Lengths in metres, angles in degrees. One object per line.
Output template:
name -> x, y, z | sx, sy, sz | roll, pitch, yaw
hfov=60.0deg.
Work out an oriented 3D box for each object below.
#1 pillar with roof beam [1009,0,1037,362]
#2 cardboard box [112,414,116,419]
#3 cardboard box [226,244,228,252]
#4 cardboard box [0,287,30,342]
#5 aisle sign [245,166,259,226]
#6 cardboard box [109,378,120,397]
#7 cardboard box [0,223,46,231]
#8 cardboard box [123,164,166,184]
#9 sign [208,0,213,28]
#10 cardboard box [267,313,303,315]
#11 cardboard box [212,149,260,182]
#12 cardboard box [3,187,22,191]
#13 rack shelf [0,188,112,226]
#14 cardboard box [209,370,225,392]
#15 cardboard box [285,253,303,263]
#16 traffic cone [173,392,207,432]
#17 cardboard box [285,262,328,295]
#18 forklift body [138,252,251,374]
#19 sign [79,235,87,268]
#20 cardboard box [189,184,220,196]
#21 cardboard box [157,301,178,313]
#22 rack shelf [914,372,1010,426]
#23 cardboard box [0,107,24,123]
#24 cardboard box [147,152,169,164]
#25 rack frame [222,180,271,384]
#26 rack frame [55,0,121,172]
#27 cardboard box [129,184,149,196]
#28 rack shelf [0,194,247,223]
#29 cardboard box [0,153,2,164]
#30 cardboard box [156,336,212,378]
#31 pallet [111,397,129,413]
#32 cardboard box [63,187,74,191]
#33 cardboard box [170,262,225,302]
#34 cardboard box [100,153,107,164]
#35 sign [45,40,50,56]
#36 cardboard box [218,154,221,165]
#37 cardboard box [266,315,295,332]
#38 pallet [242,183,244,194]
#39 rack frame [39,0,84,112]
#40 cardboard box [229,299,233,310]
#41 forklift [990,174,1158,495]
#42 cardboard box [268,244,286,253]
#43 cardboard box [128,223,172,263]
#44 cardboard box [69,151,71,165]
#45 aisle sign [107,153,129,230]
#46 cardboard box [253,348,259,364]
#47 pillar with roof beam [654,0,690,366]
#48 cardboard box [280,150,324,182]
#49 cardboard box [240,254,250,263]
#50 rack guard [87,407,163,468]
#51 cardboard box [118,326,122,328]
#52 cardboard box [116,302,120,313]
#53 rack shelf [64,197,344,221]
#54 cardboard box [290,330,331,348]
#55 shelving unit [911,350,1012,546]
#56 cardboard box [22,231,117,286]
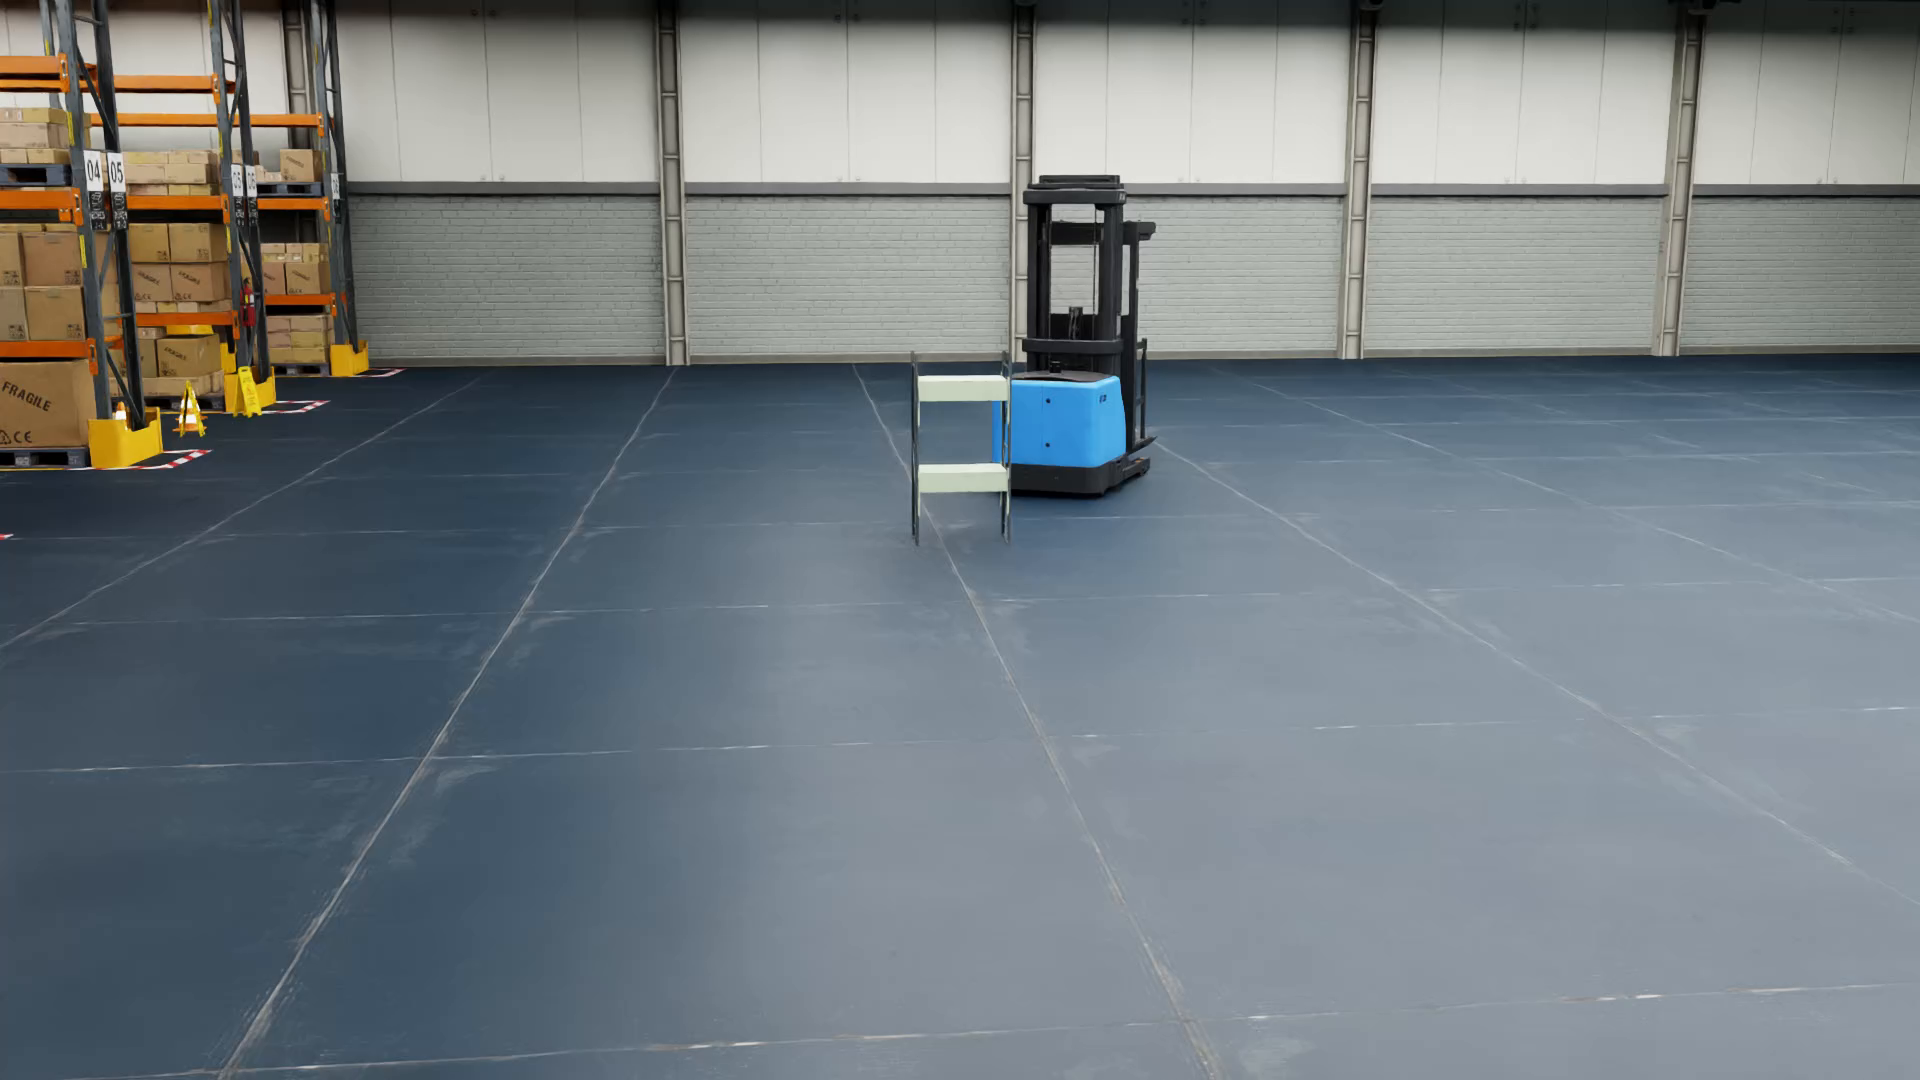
pillar with roof beam -> 1.550, -6.751, 24.378 | 0.548, 9.000, 9.100 | -1, 11, -6
cardboard box -> -10.599, -1.459, 20.404 | 0.250, 0.149, 0.380 | 5, 12, 23
cardboard box -> -11.646, -4.644, 26.502 | 0.250, 0.149, 0.380 | -1, 11, -5
cardboard box -> -9.788, -2.367, 17.242 | 0.550, 0.550, 0.875 | -1, 11, -6
aisle sign -> -9.487, -4.609, 22.296 | 0.004, 0.787, 0.394 | -1, 11, -6
cardboard box -> -11.325, -2.040, 22.006 | 0.500, 0.250, 0.500 | -2, 11, -8
cardboard box -> -12.018, -3.854, 21.574 | 0.500, 0.500, 0.700 | -1, 11, -7
cardboard box -> -10.496, -4.747, 21.578 | 0.500, 0.250, 0.500 | -1, 11, -7
sign -> -9.475, -6.645, 21.010 | 0.005, 0.325, 0.100 | -1, 11, -6
cardboard box -> -11.049, -3.587, 27.285 | 0.500, 0.250, 0.500 | -1, 11, -6
cardboard box -> -11.497, -5.942, 26.435 | 0.500, 0.500, 0.700 | -1, 11, -6
cardboard box -> -12.134, -4.519, 21.455 | 0.250, 0.149, 0.380 | -2, 11, -8
rack shelf -> -10.868, -3.402, 16.988 | 4.000, 0.370, 1.077 | -1, 11, -6
cardboard box -> -10.347, -2.166, 22.647 | 0.500, 0.250, 0.500 | -1, 11, -7
cardboard box -> -10.620, -4.520, 26.641 | 0.250, 0.149, 0.380 | -1, 11, -5
traffic cone -> -9.345, -1.566, 20.132 | 0.334, 0.463, 0.336 | -1, 11, -6
cardboard box -> -10.516, -4.213, 26.761 | 0.500, 0.500, 0.500 | -1, 11, -7
forklift body -> -11.743, -3.418, 25.181 | 1.214, 2.155, 2.313 | -1, 11, -6
sign -> -8.835, -2.905, 16.755 | 0.005, 0.325, 0.100 | -1, 11, -6
cardboard box -> -9.839, -4.560, 21.662 | 0.250, 0.149, 0.380 | -1, 11, -6
cardboard box -> -10.361, -3.073, 21.872 | 0.250, 0.149, 0.380 | -1, 11, -7
rack shelf -> 0.007, -1.119, 13.149 | 0.720, 0.370, 0.431 | -1, 11, -6
cardboard box -> -9.427, -4.243, 16.636 | 0.250, 0.149, 0.380 | -1, 11, -6
cardboard box -> -10.332, -4.942, 21.537 | 0.250, 0.149, 0.380 | -1, 11, -7
rack frame -> -9.515, -3.272, 22.238 | 0.127, 3.000, 1.000 | -1, 11, -6
rack frame -> -8.880, -5.269, 16.841 | 0.127, 3.000, 1.000 | -1, 11, -6
cardboard box -> -10.610, -4.557, 21.647 | 0.250, 0.149, 0.380 | -1, 11, -6
rack shelf -> -11.503, -4.350, 21.806 | 4.000, 0.370, 1.077 | -1, 11, -6
cardboard box -> -9.680, -3.846, 16.685 | 0.250, 0.149, 0.380 | -1, 11, -5
cardboard box -> -10.283, -2.431, 22.051 | 0.500, 0.500, 0.500 | -1, 11, -6
pallet -> -11.612, -1.868, 22.321 | 1.213, 0.211, 1.003 | -1, 11, -6
cardboard box -> -11.362, -4.519, 21.456 | 0.250, 0.149, 0.380 | -1, 11, -7
cardboard box -> -10.025, -3.403, 21.873 | 0.500, 0.500, 0.500 | -1, 11, -7
cardboard box -> -11.096, -4.942, 21.539 | 0.250, 0.149, 0.380 | -2, 11, -8
sign -> -13.961, -7.478, 25.451 | 0.005, 0.325, 0.100 | -1, 11, -6
cardboard box -> -9.890, -5.044, 22.057 | 0.250, 0.149, 0.380 | -1, 11, -6
cardboard box -> -10.986, -3.491, 26.795 | 0.500, 0.250, 0.500 | -1, 11, -5
pallet -> -11.976, -5.617, 26.617 | 1.213, 0.211, 1.003 | -1, 11, -6
rack frame -> -14.031, -7.085, 26.077 | 0.127, 3.000, 1.000 | -1, 11, -6
cardboard box -> -9.875, -3.182, 22.428 | 0.250, 0.149, 0.380 | -1, 11, -6
forklift -> 1.278, -2.094, 16.419 | 1.130, 2.935, 3.031 | 4, 12, 20
cardboard box -> -10.887, -4.668, 26.624 | 0.250, 0.149, 0.380 | -1, 11, -5
cardboard box -> -10.503, -3.896, 21.790 | 0.500, 0.500, 0.700 | -1, 11, -6
cardboard box -> -9.255, -3.983, 17.381 | 0.250, 0.149, 0.380 | -1, 11, -6
aisle sign -> -8.842, -3.660, 17.469 | 0.004, 0.787, 0.394 | -1, 11, -6
cardboard box -> -11.481, -2.994, 26.858 | 0.500, 0.250, 0.500 | -1, 11, -5
pillar with roof beam -> -4.414, -6.626, 23.742 | 0.548, 9.000, 9.100 | -1, 11, -6
cardboard box -> -10.468, -5.944, 26.446 | 0.500, 0.500, 0.500 | -1, 11, -4
cardboard box -> -11.393, -4.508, 26.584 | 0.250, 0.149, 0.380 | -2, 11, -8
rack guard -> -8.856, -1.099, 17.664 | 0.348, 0.500, 1.175 | -1, 11, -6
cardboard box -> -11.153, -2.719, 21.834 | 0.250, 0.149, 0.380 | -1, 11, -4
cardboard box -> -11.128, -3.060, 21.810 | 0.250, 0.149, 0.380 | -1, 11, -7
rack shelf -> -12.043, -5.301, 26.648 | 4.000, 0.370, 1.077 | -1, 11, -6
cardboard box -> -10.505, -3.256, 26.899 | 0.500, 0.250, 0.500 | -1, 11, -7
shelving unit -> 0.007, -0.736, 13.224 | 0.755, 1.500, 0.431 | -1, 11, -6
cardboard box -> -9.253, -2.928, 17.300 | 0.550, 0.550, 0.875 | -1, 11, -6
